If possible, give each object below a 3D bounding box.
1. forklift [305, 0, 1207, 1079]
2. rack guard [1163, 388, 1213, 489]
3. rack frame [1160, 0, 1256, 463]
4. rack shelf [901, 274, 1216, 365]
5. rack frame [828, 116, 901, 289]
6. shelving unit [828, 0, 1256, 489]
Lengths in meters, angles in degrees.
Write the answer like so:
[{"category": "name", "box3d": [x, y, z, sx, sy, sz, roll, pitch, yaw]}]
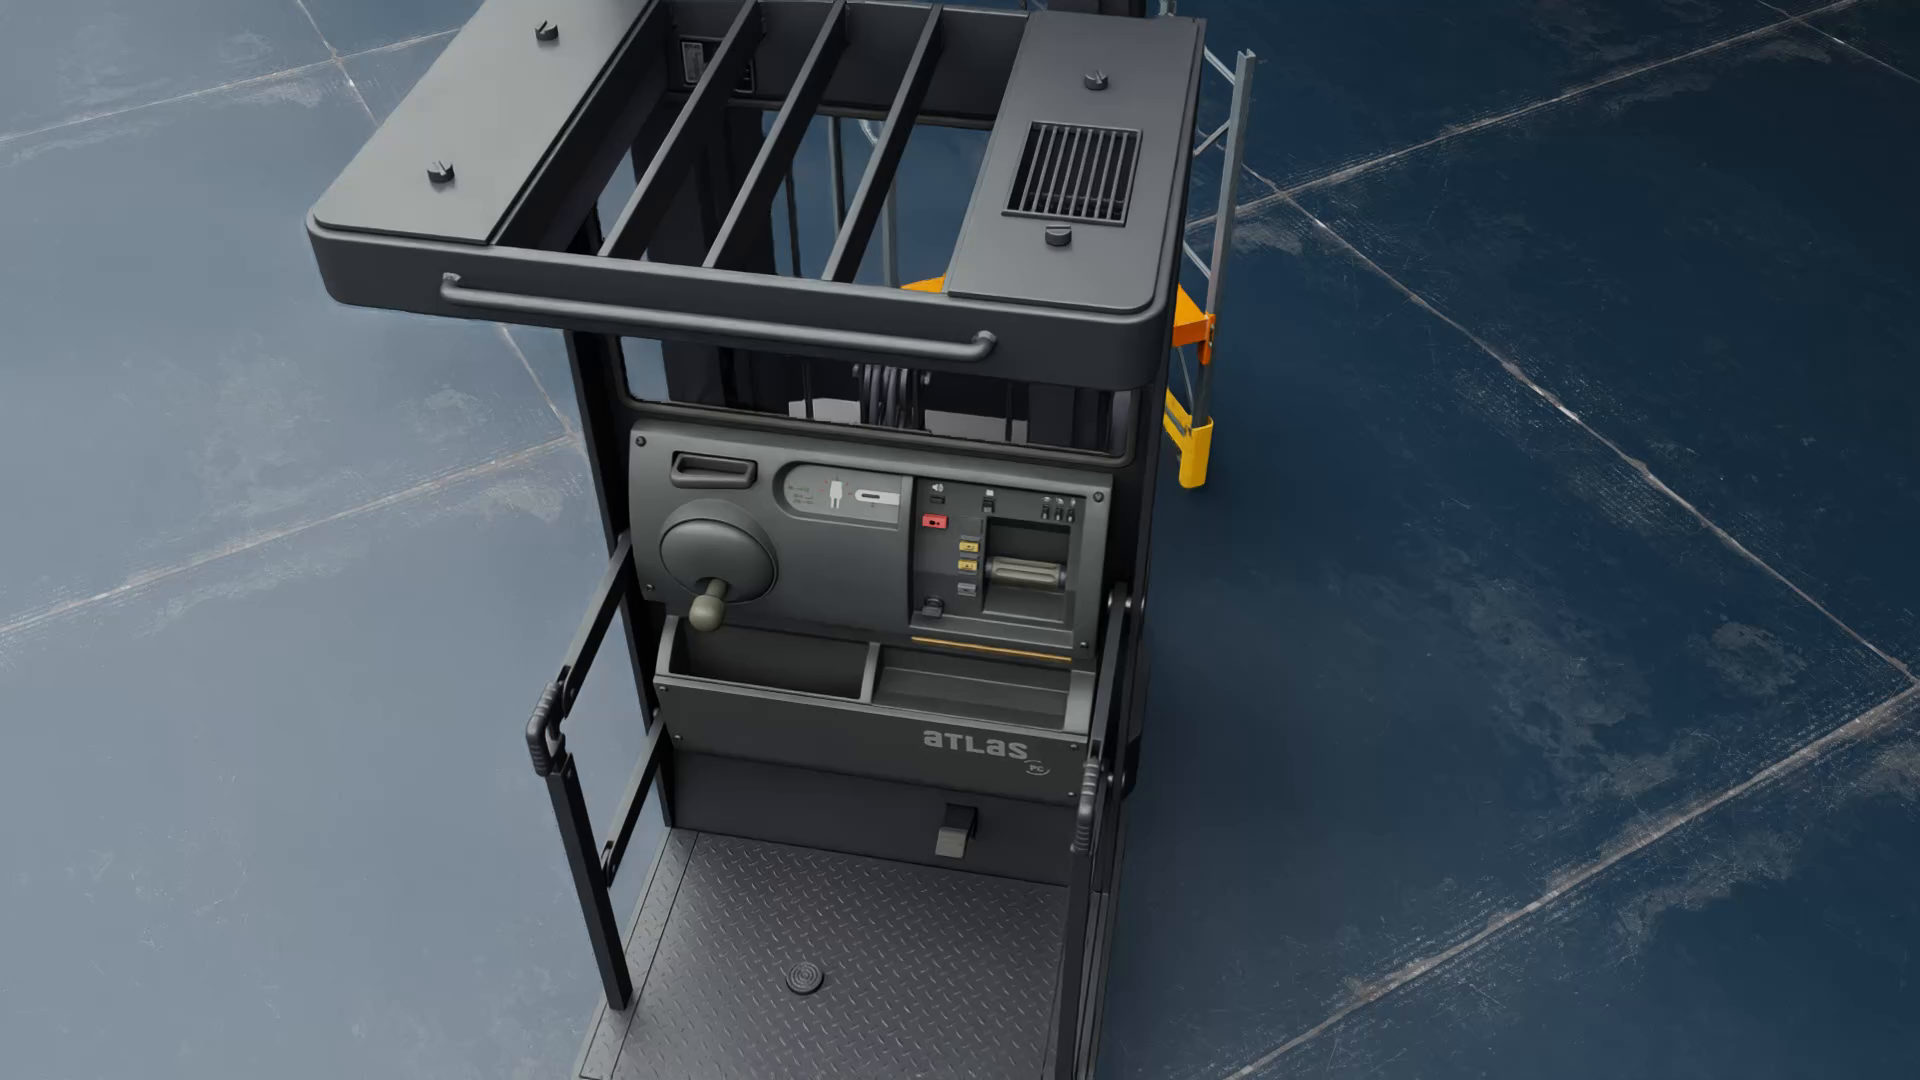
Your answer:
[{"category": "forklift", "box3d": [-0.218, 0.103, 3.039, 1.130, 2.935, 3.031, 7, 45, 7]}, {"category": "rack guard", "box3d": [0.665, -0.454, 5.539, 0.087, 0.250, 0.587, -15, 46, -15]}, {"category": "rack frame", "box3d": [0.683, -0.908, 5.108, 0.032, 1.500, 0.500, -15, 46, -15]}, {"category": "rack shelf", "box3d": [0.209, -0.650, 5.101, 1.000, 0.185, 0.538, -15, 46, -15]}, {"category": "rack frame", "box3d": [-0.264, -0.651, 4.844, 0.032, 1.500, 0.500, -15, 46, -15]}, {"category": "shelving unit", "box3d": [0.201, -0.777, 4.974, 1.083, 1.500, 0.587, -15, 46, -15]}]
